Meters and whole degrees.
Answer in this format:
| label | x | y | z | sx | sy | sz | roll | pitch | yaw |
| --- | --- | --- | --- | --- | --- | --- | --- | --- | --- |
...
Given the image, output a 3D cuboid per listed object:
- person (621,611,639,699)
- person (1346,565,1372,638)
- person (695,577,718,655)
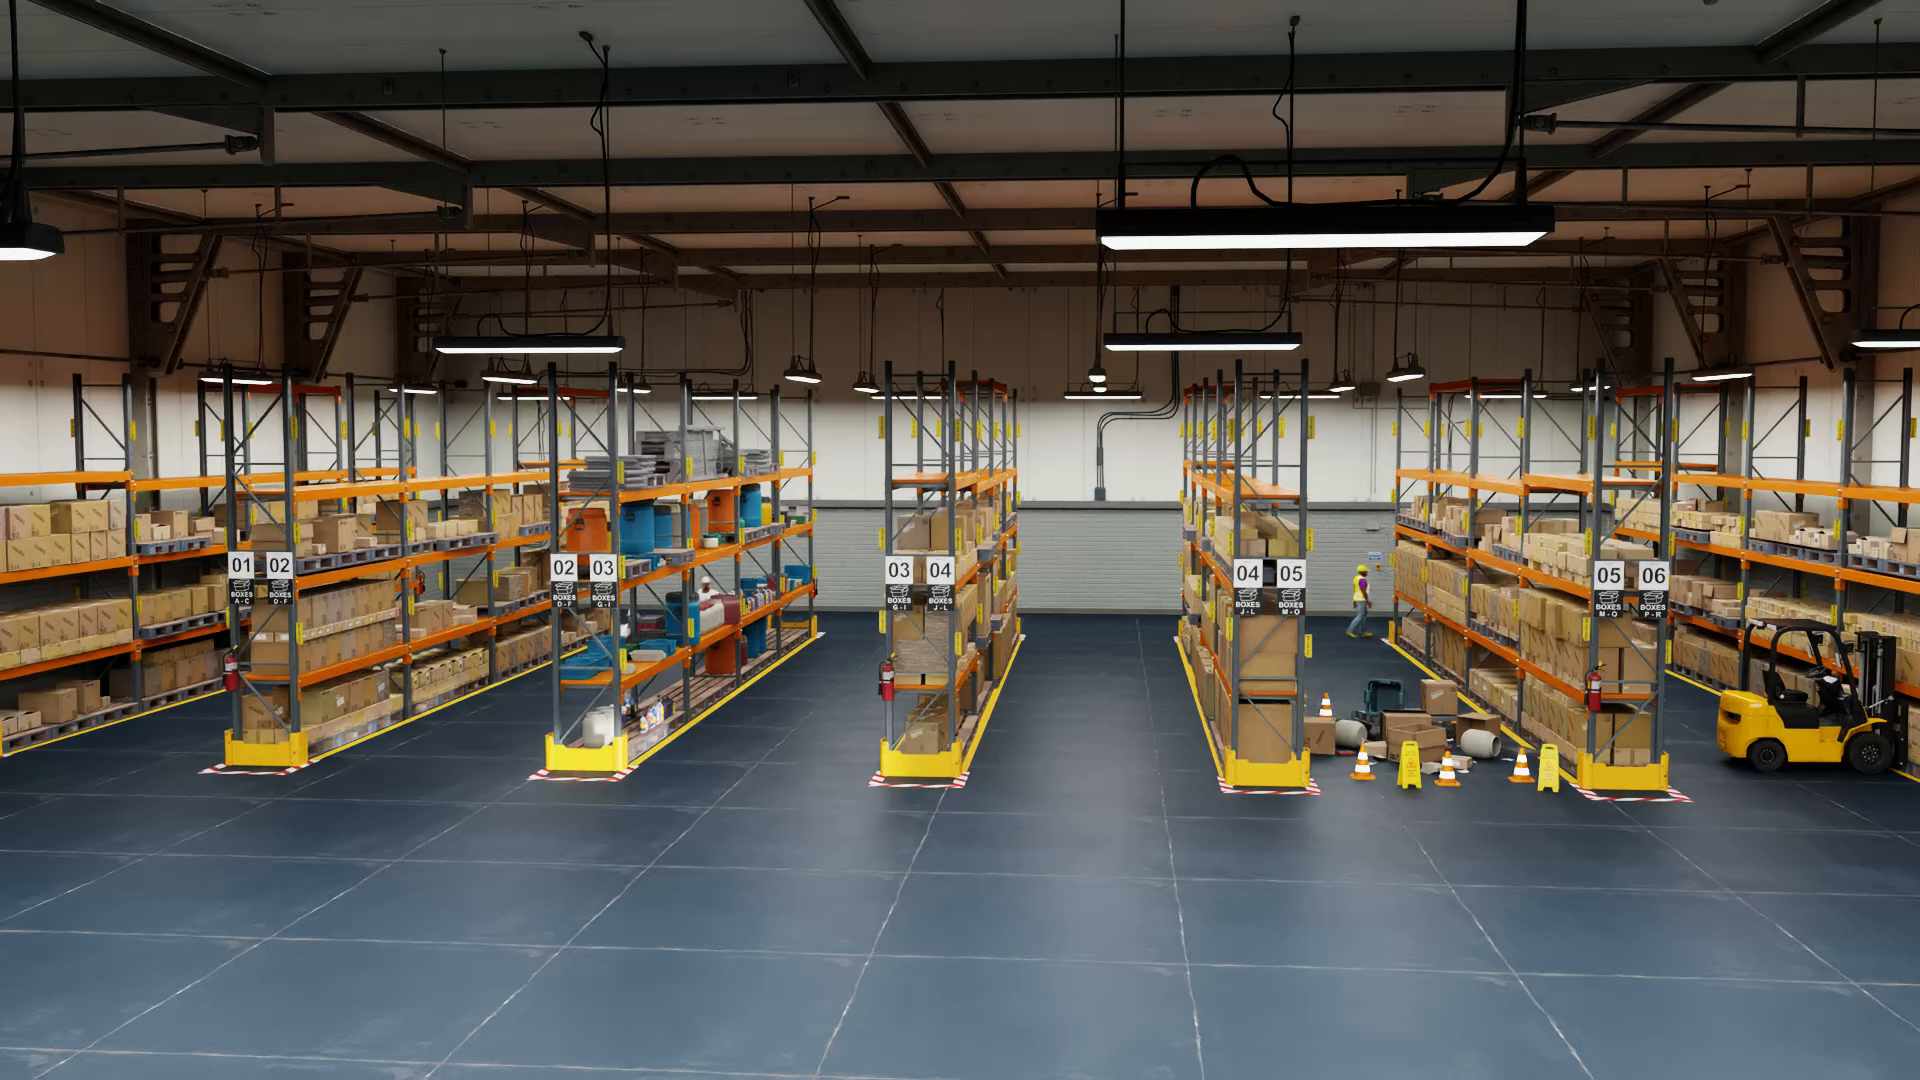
| label | x | y | z | sx | sy | sz | roll | pitch | yaw |
| --- | --- | --- | --- | --- | --- | --- | --- | --- | --- |
| person | -5.975 | 2.143 | 30.201 | 0.669 | 1.757 | 0.854 | 1 | 4 | 9 |
| person | 9.651 | 1.482 | 40.120 | 0.756 | 1.757 | 0.585 | 0 | 4 | -2 |
| person | -5.698 | 1.680 | 37.323 | 0.545 | 1.717 | 1.094 | 3 | 5 | 34 |
